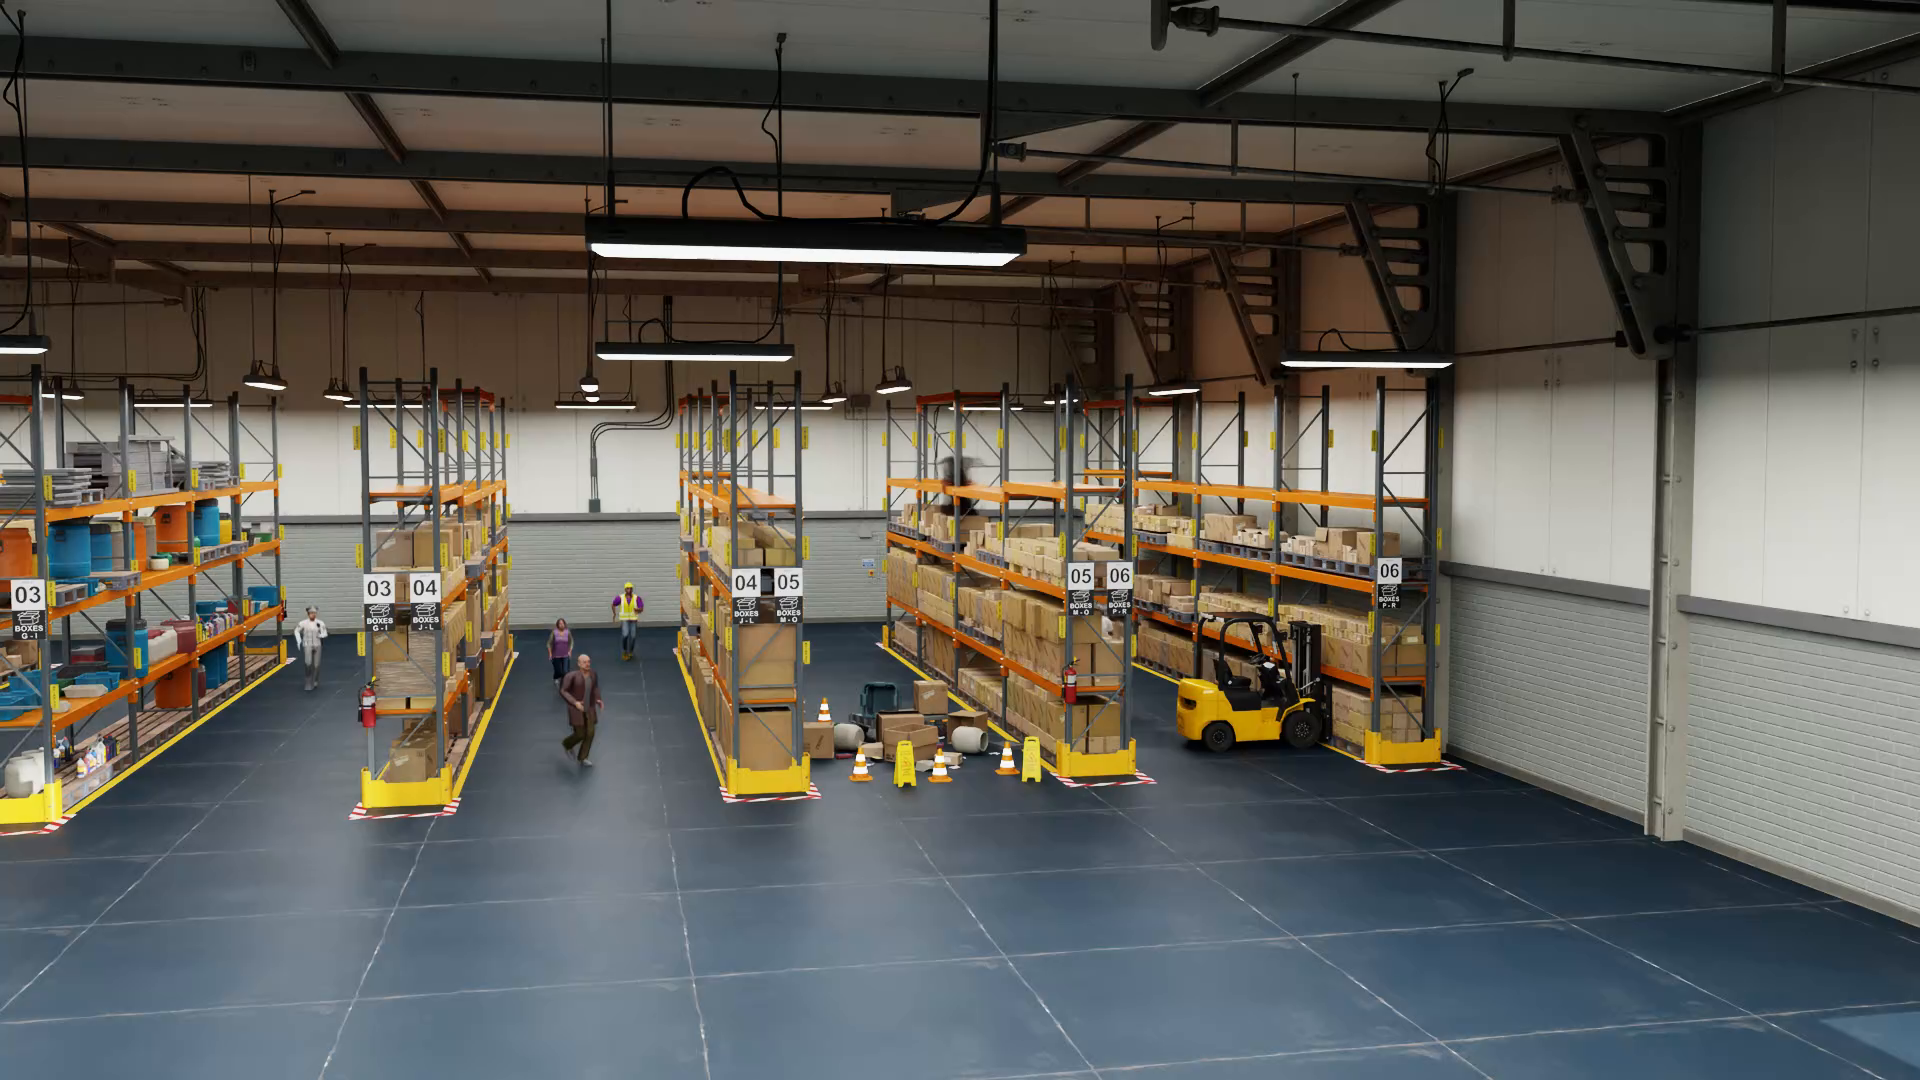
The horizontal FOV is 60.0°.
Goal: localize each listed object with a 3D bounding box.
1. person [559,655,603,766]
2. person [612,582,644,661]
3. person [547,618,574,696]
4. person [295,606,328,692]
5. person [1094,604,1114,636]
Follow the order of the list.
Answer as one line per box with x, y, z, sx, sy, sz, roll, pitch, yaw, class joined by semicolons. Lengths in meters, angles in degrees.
-5.901;2.617;25.749;0.710;1.723;0.749;-3;4;-41;person
-7.568;1.864;37.969;0.688;1.789;0.722;-1;4;-19;person
-7.848;2.293;32.686;0.524;1.546;0.574;-1;4;-18;person
-13.006;2.174;33.369;0.596;1.718;0.685;-2;4;-27;person
2.630;2.049;31.642;0.616;1.675;0.817;-1;4;-15;person
